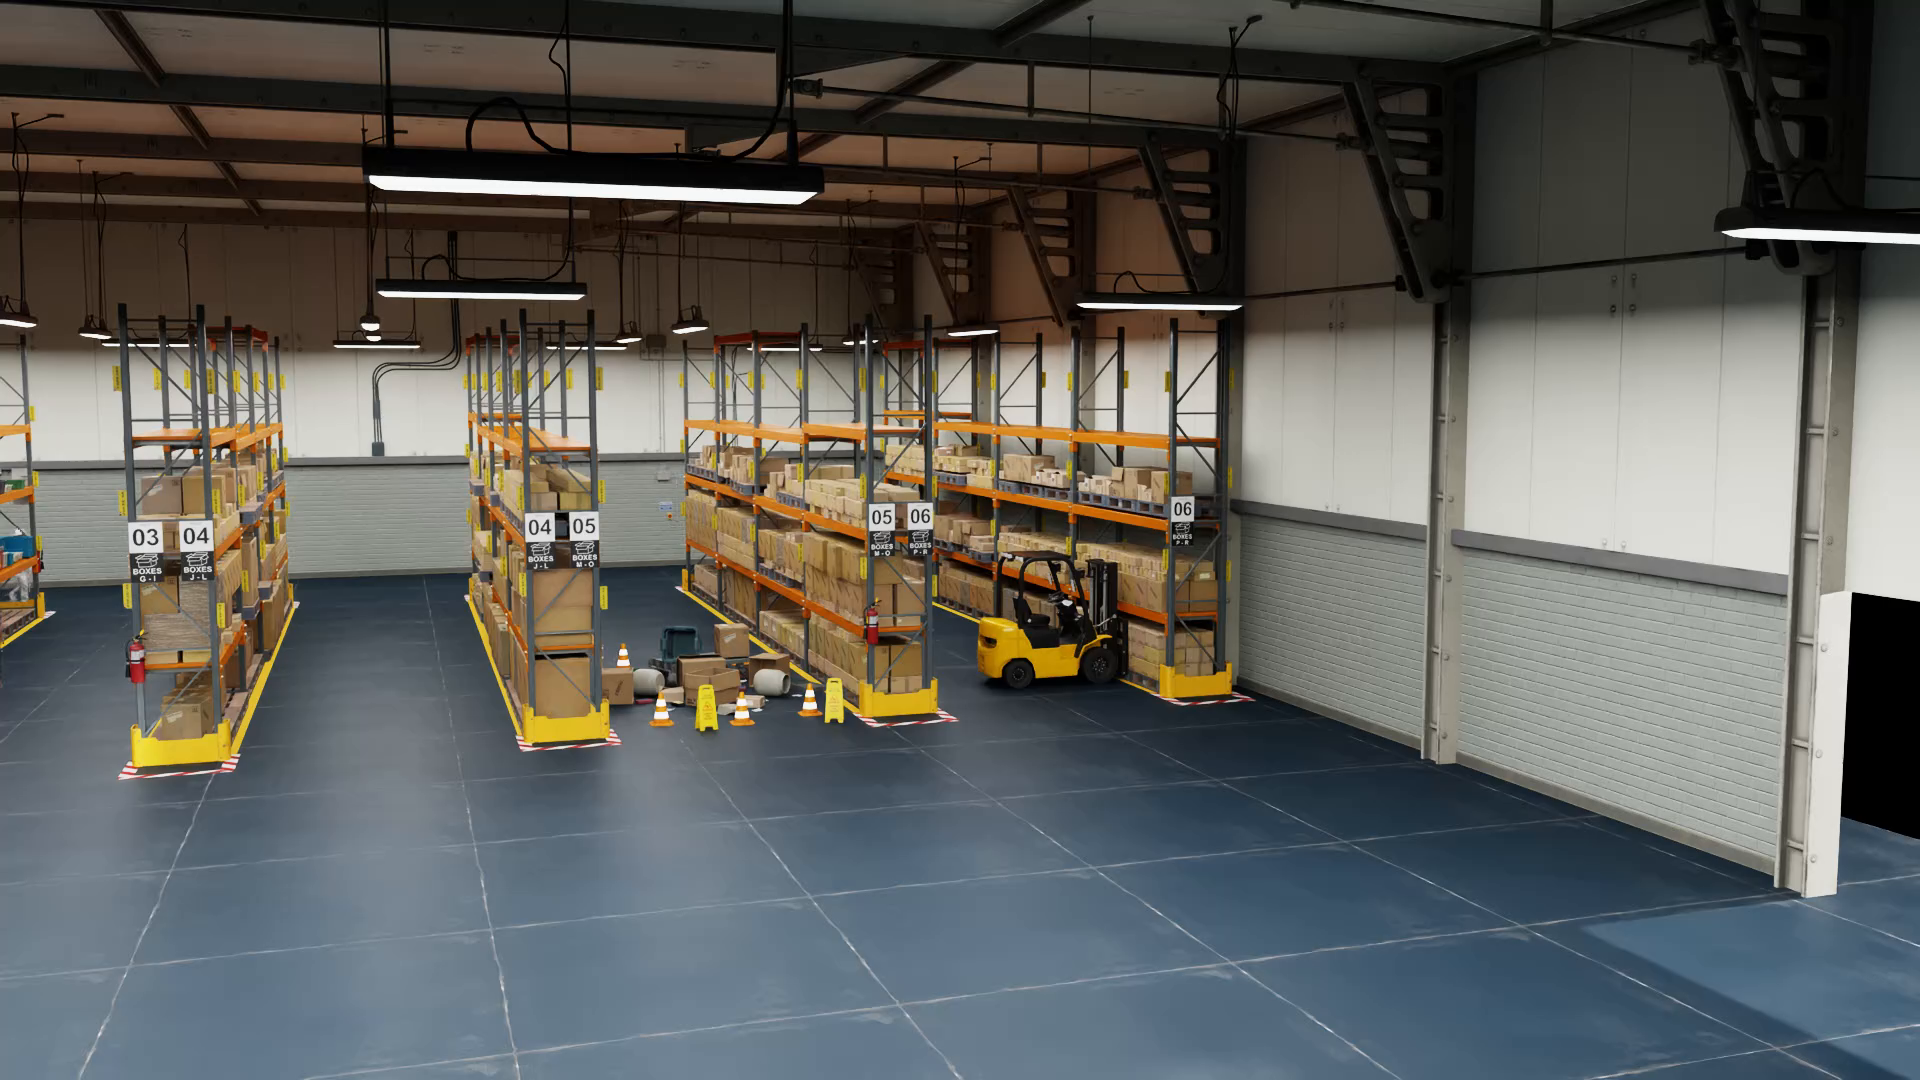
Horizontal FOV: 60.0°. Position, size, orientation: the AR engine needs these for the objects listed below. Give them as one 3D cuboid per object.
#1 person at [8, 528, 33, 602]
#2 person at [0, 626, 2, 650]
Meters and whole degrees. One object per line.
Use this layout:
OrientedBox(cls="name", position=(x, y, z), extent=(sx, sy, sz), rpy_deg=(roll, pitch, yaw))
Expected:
OrientedBox(cls="person", position=(-20.861, 0.616, 36.906), extent=(0.859, 1.762, 0.571), rpy_deg=(2, 6, 19))
OrientedBox(cls="person", position=(-15.623, 1.681, 26.583), extent=(0.539, 1.639, 0.554), rpy_deg=(-3, 6, -29))
